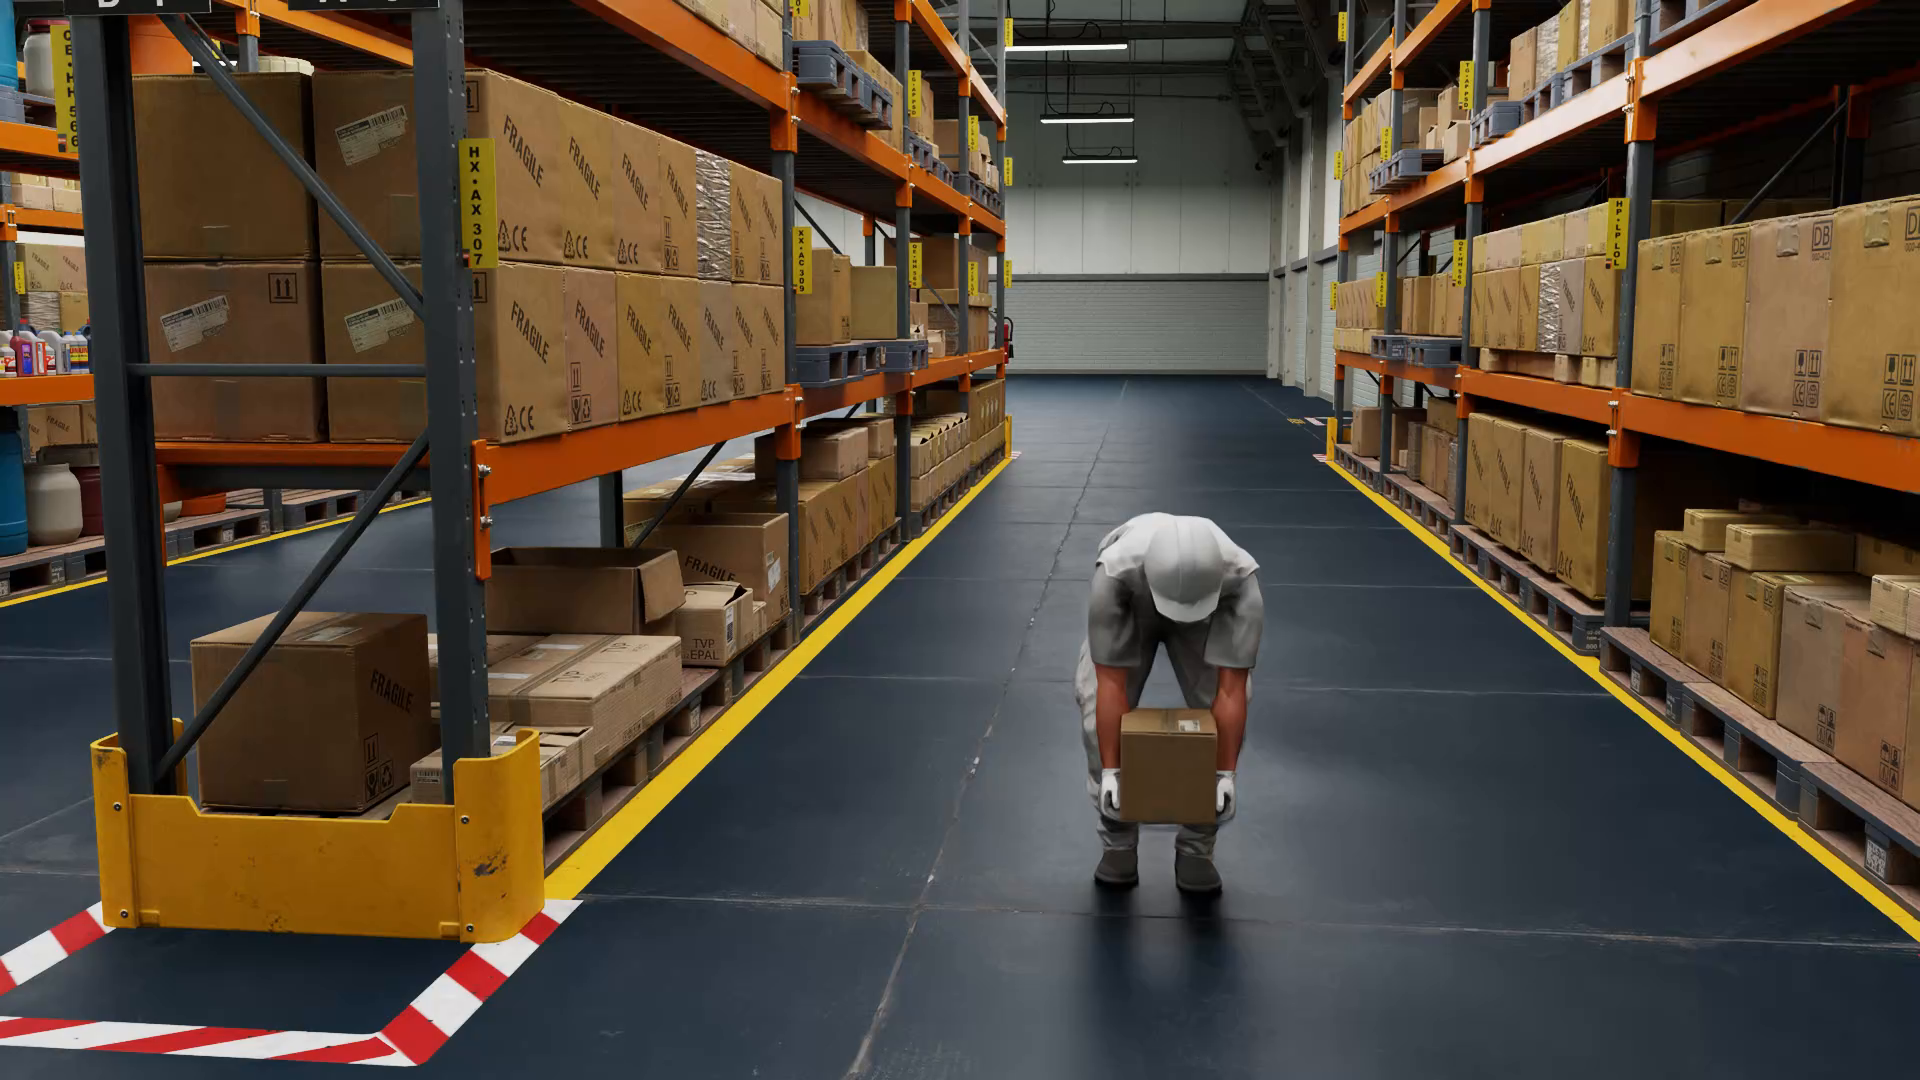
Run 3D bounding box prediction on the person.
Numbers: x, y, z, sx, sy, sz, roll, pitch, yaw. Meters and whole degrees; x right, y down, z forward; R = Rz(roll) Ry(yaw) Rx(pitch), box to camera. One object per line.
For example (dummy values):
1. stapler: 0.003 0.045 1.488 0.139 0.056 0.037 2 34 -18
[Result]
1. person: 0.581 0.460 4.694 0.512 1.134 0.950 0 8 4
